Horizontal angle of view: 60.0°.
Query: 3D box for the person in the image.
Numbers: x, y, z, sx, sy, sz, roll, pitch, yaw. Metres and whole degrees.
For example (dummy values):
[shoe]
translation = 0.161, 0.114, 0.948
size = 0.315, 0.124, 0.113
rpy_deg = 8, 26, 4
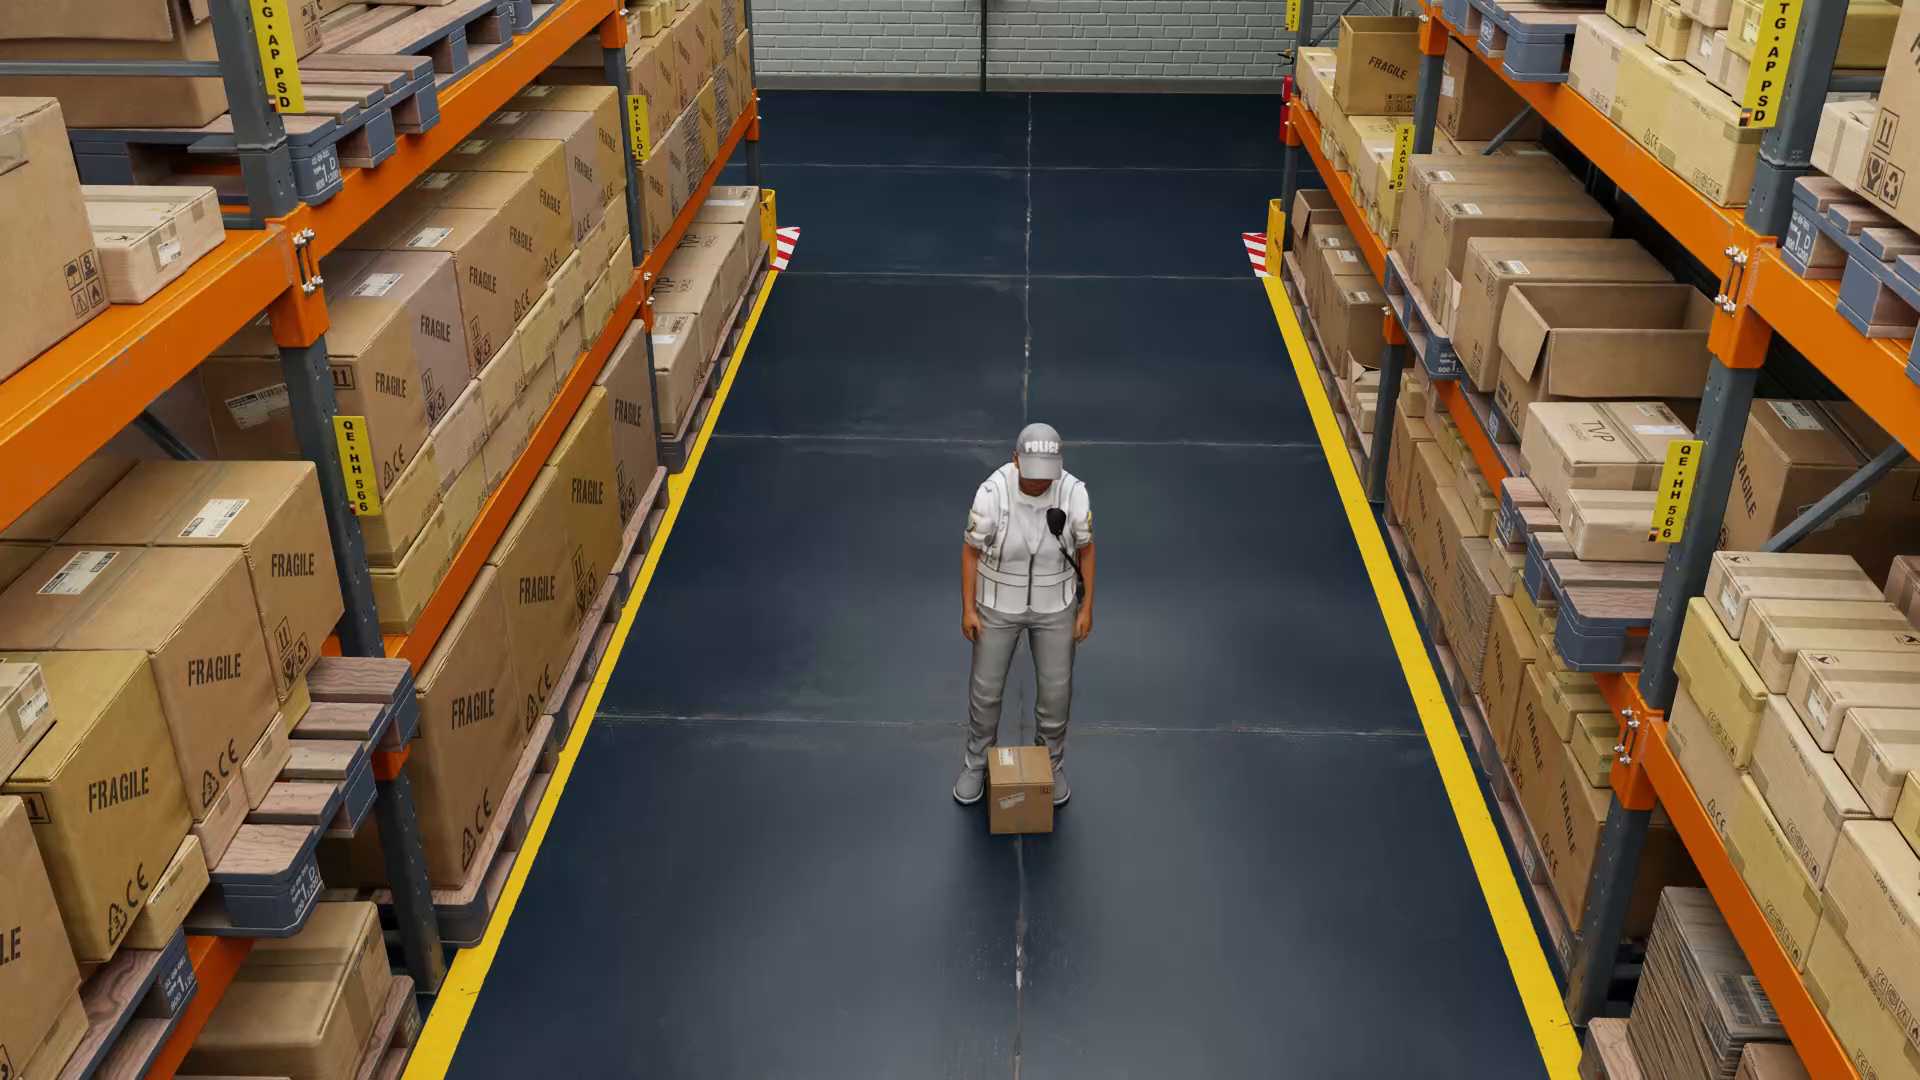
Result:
[person]
translation = 0.253, 0.285, 6.582
size = 0.563, 1.666, 0.470
rpy_deg = -1, 28, -1
